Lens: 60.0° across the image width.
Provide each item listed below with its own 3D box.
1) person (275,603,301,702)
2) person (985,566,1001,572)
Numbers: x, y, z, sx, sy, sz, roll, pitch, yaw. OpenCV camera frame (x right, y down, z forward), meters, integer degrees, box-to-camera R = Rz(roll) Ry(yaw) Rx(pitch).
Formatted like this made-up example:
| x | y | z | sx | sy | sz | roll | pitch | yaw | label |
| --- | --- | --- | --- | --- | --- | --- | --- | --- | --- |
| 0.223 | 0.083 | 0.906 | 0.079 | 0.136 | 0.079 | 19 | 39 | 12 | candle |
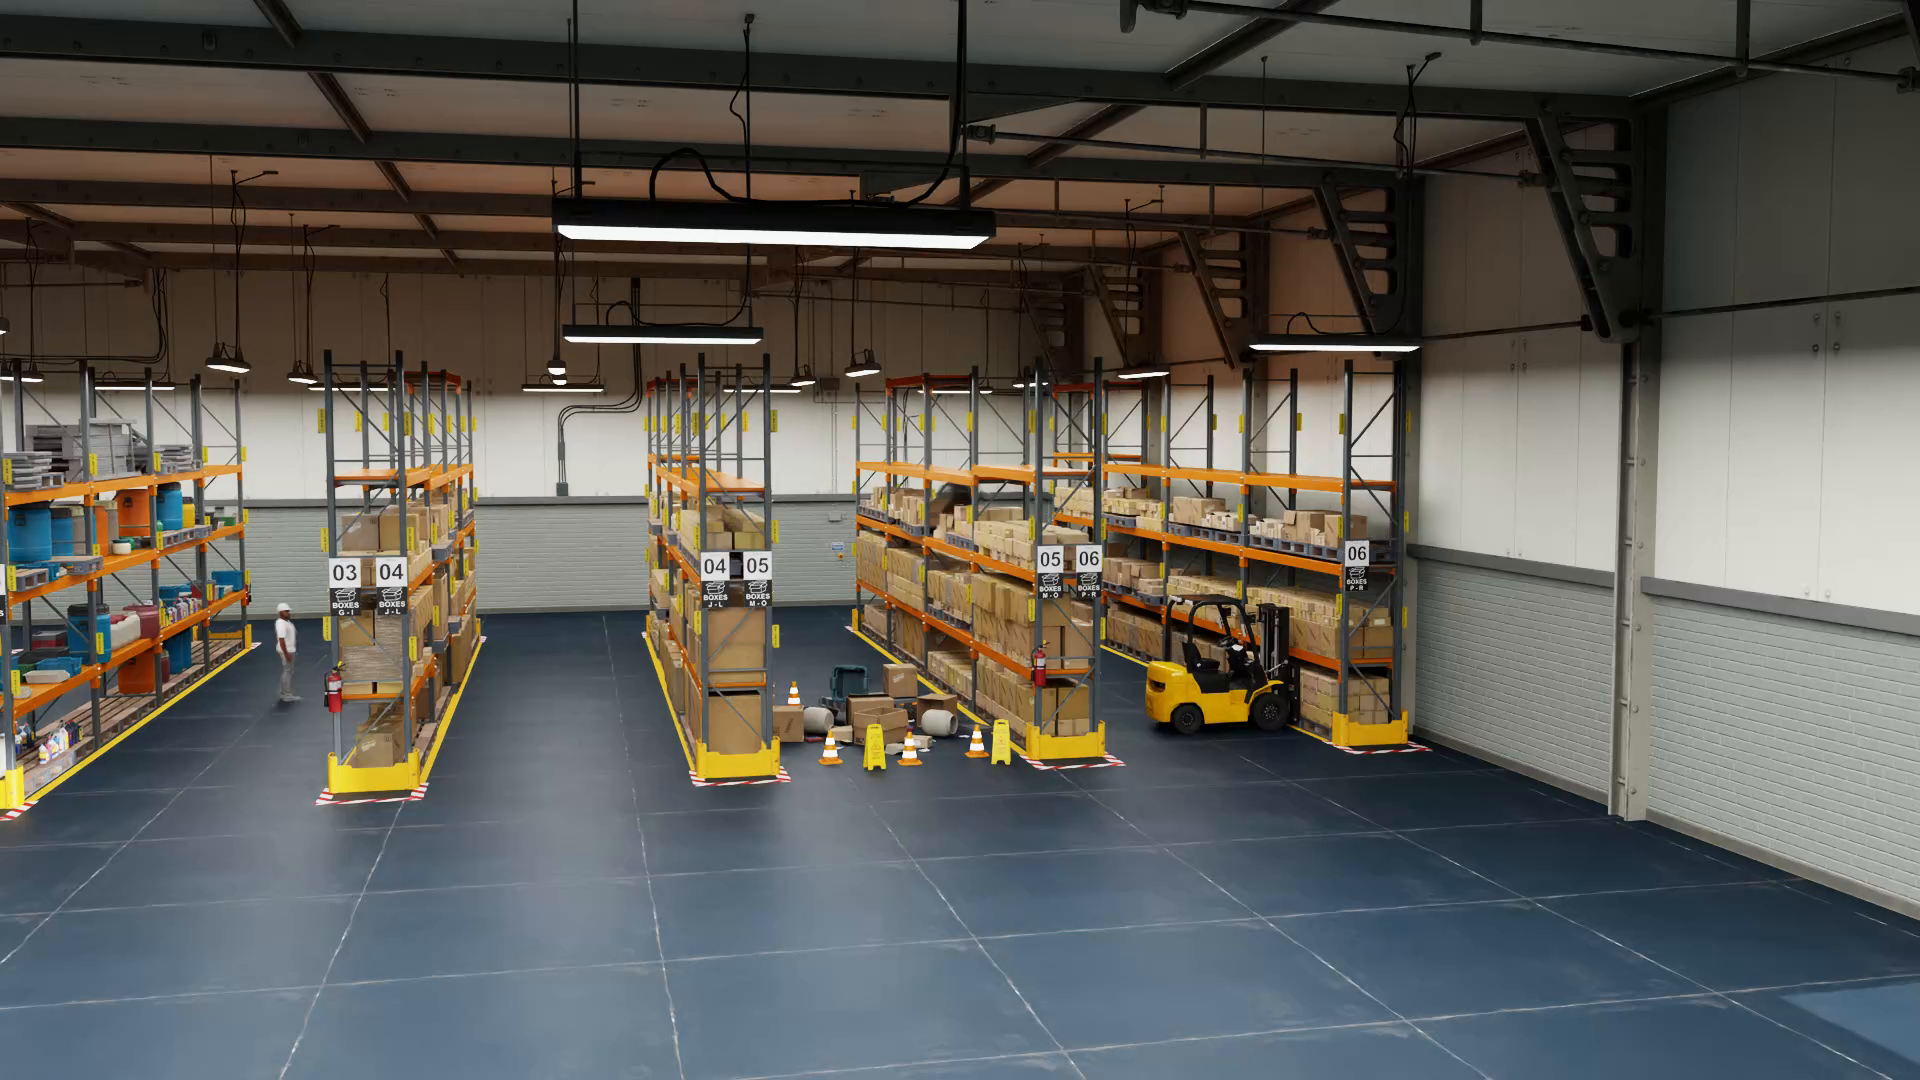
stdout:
| x | y | z | sx | sy | sz | roll | pitch | yaw | label |
| --- | --- | --- | --- | --- | --- | --- | --- | --- | --- |
| -12.159 | 2.036 | 30.051 | 0.411 | 1.797 | 0.587 | -2 | 4 | -27 | person |
| 0.861 | 1.173 | 42.300 | 0.827 | 1.730 | 0.548 | -1 | 4 | -16 | person |
